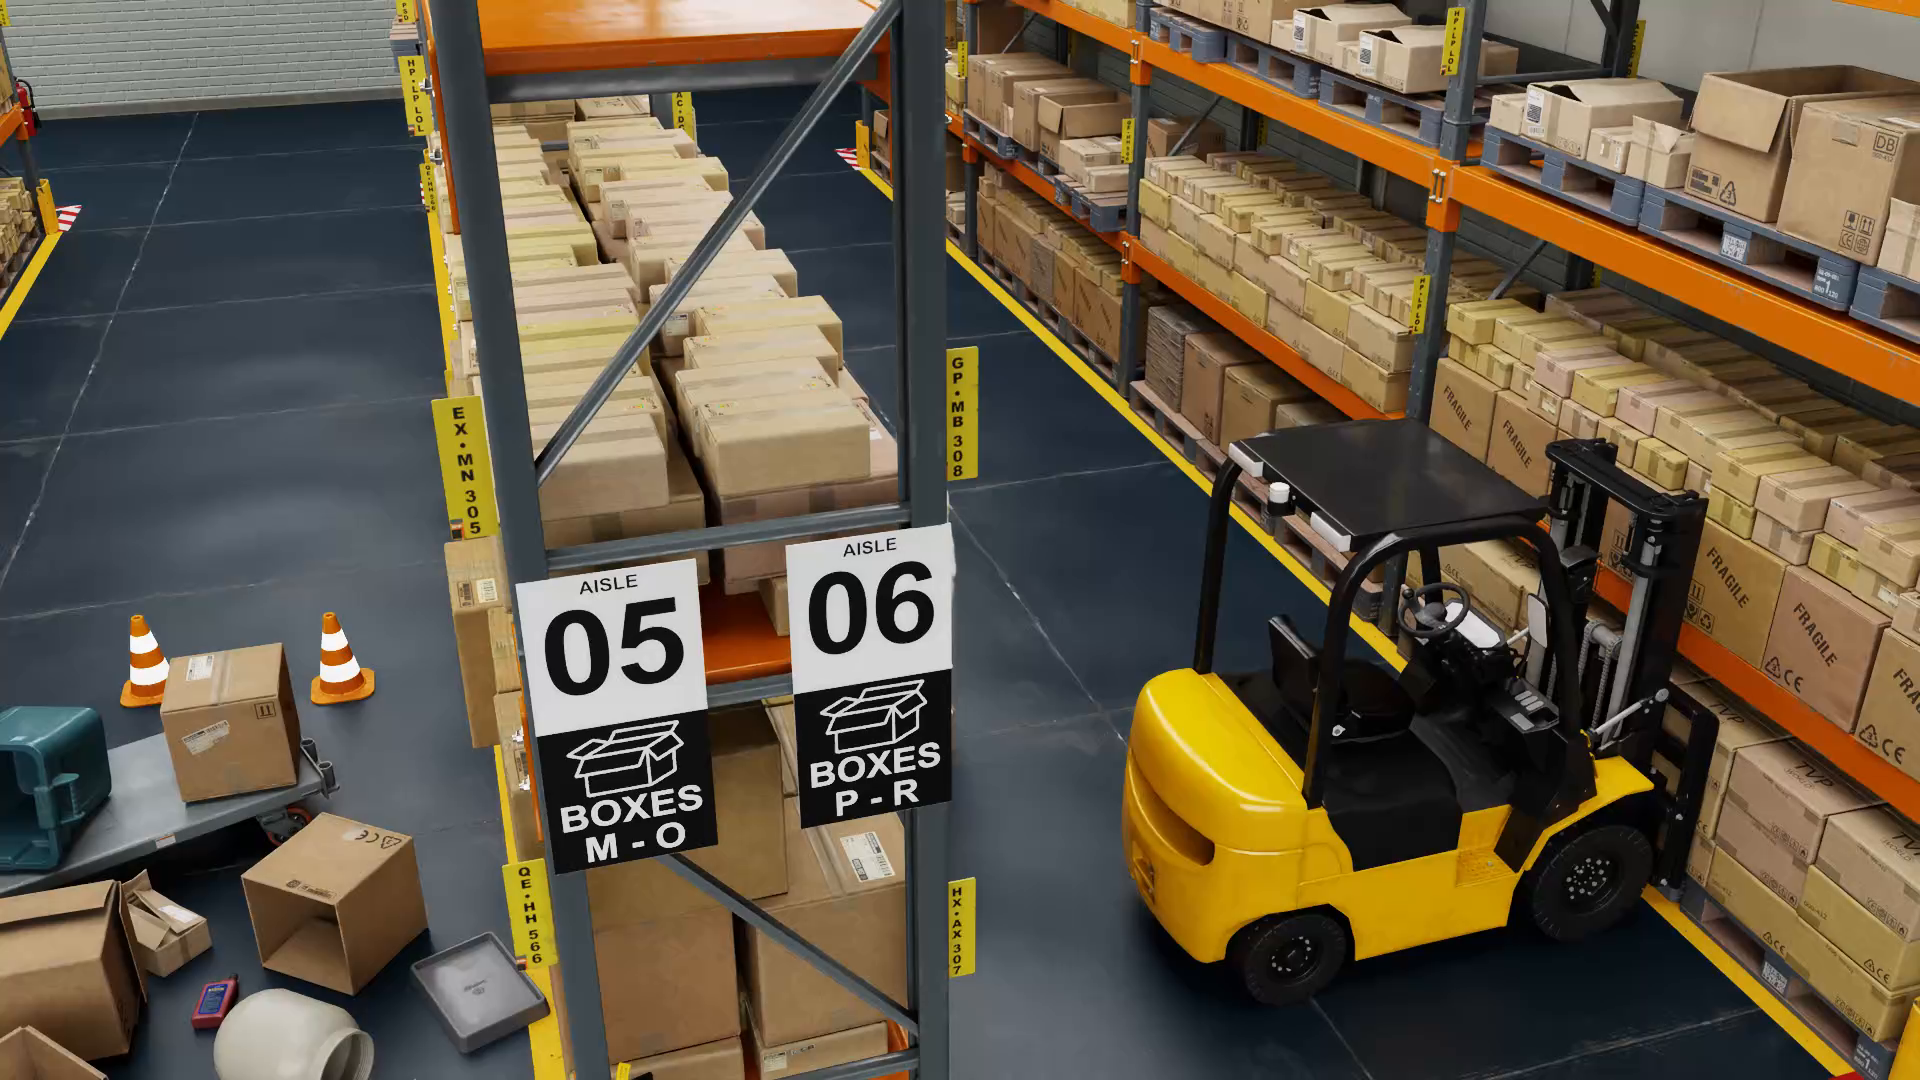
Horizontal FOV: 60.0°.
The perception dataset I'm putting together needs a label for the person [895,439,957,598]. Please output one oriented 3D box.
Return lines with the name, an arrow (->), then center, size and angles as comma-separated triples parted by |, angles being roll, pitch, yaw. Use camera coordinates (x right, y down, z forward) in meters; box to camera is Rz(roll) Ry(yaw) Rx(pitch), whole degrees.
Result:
person -> -0.264, 0.227, 8.656 | 0.529, 1.662, 0.375 | -9, 28, -18
